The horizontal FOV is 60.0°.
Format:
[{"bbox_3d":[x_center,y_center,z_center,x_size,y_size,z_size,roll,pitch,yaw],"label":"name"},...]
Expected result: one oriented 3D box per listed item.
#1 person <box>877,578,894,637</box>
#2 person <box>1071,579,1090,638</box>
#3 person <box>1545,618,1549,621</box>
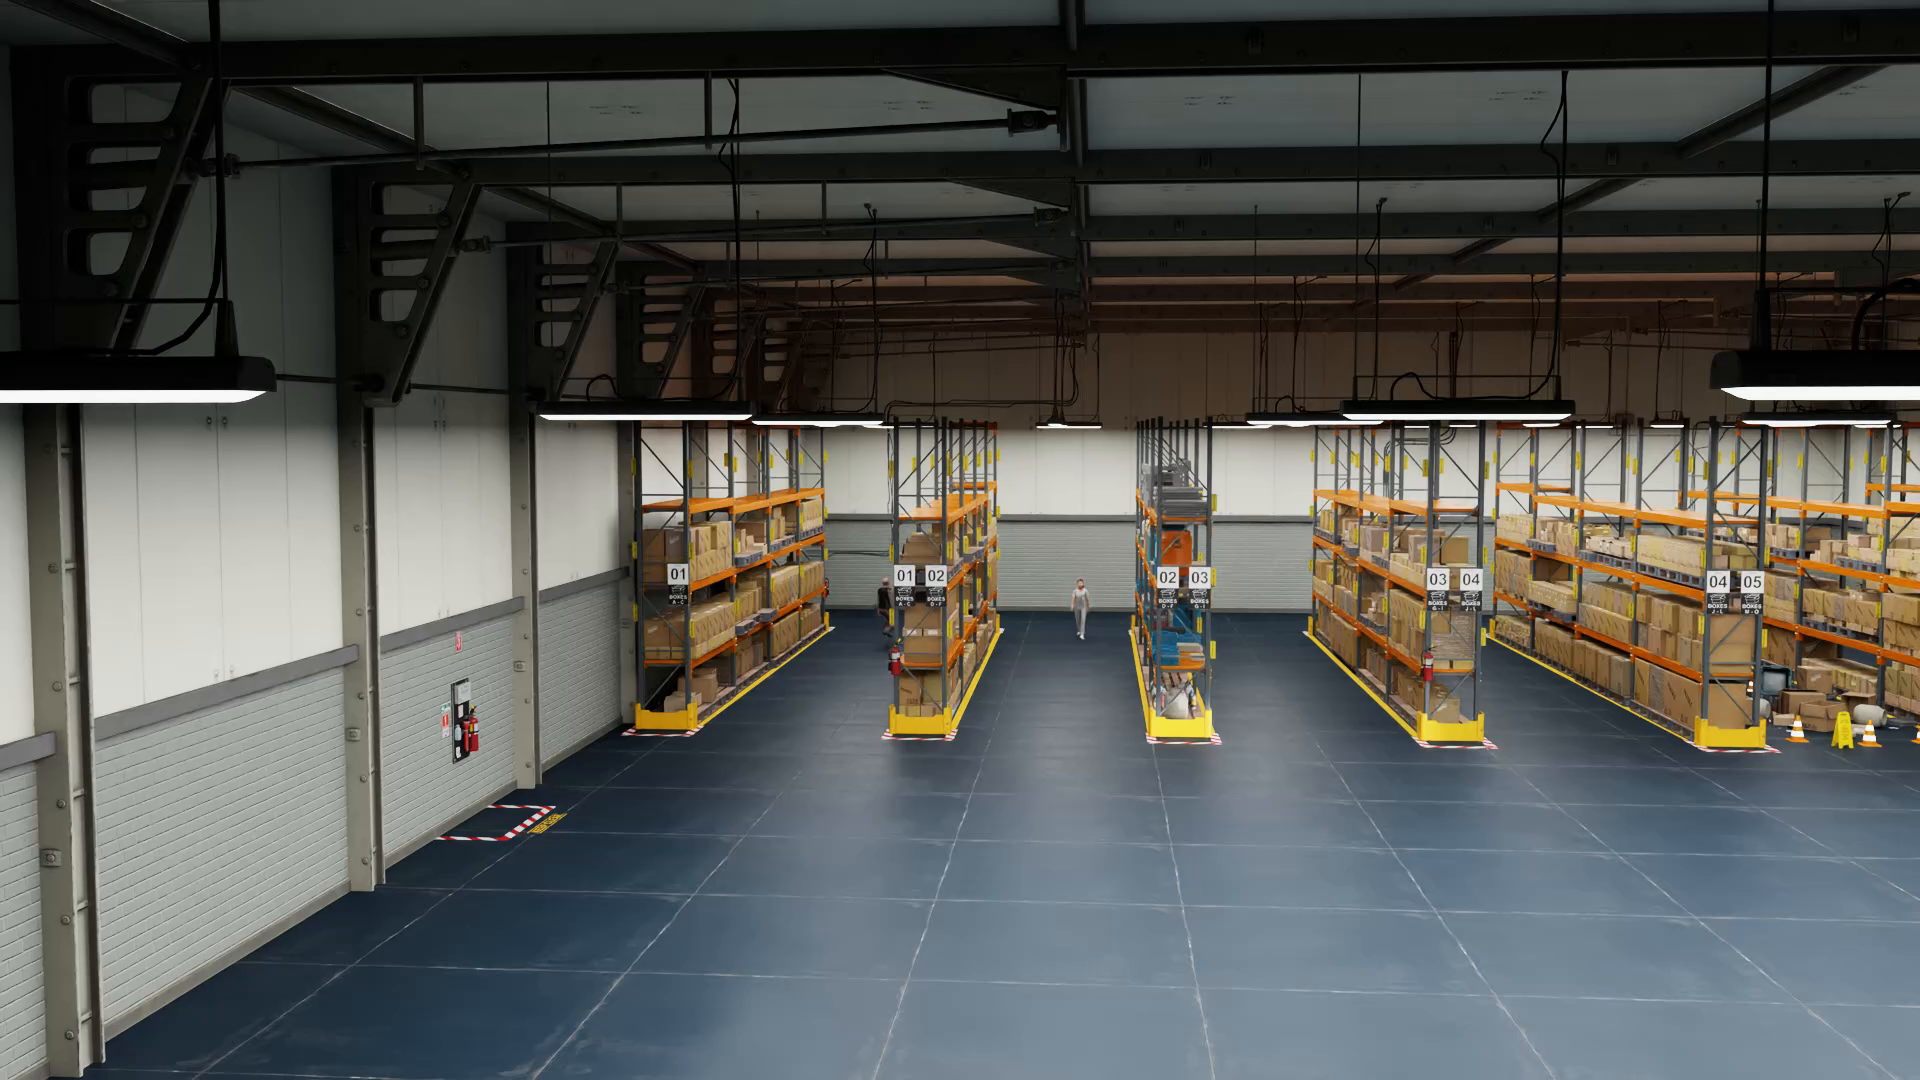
[{"bbox_3d":[-1.956,1.804,44.590,0.566,1.561,0.639,3,5,38],"label":"person"},{"bbox_3d":[3.332,1.888,46.060,0.499,1.603,1.060,0,4,7],"label":"person"},{"bbox_3d":[17.470,1.619,49.192,0.881,1.752,0.598,-3,5,-34],"label":"person"}]
